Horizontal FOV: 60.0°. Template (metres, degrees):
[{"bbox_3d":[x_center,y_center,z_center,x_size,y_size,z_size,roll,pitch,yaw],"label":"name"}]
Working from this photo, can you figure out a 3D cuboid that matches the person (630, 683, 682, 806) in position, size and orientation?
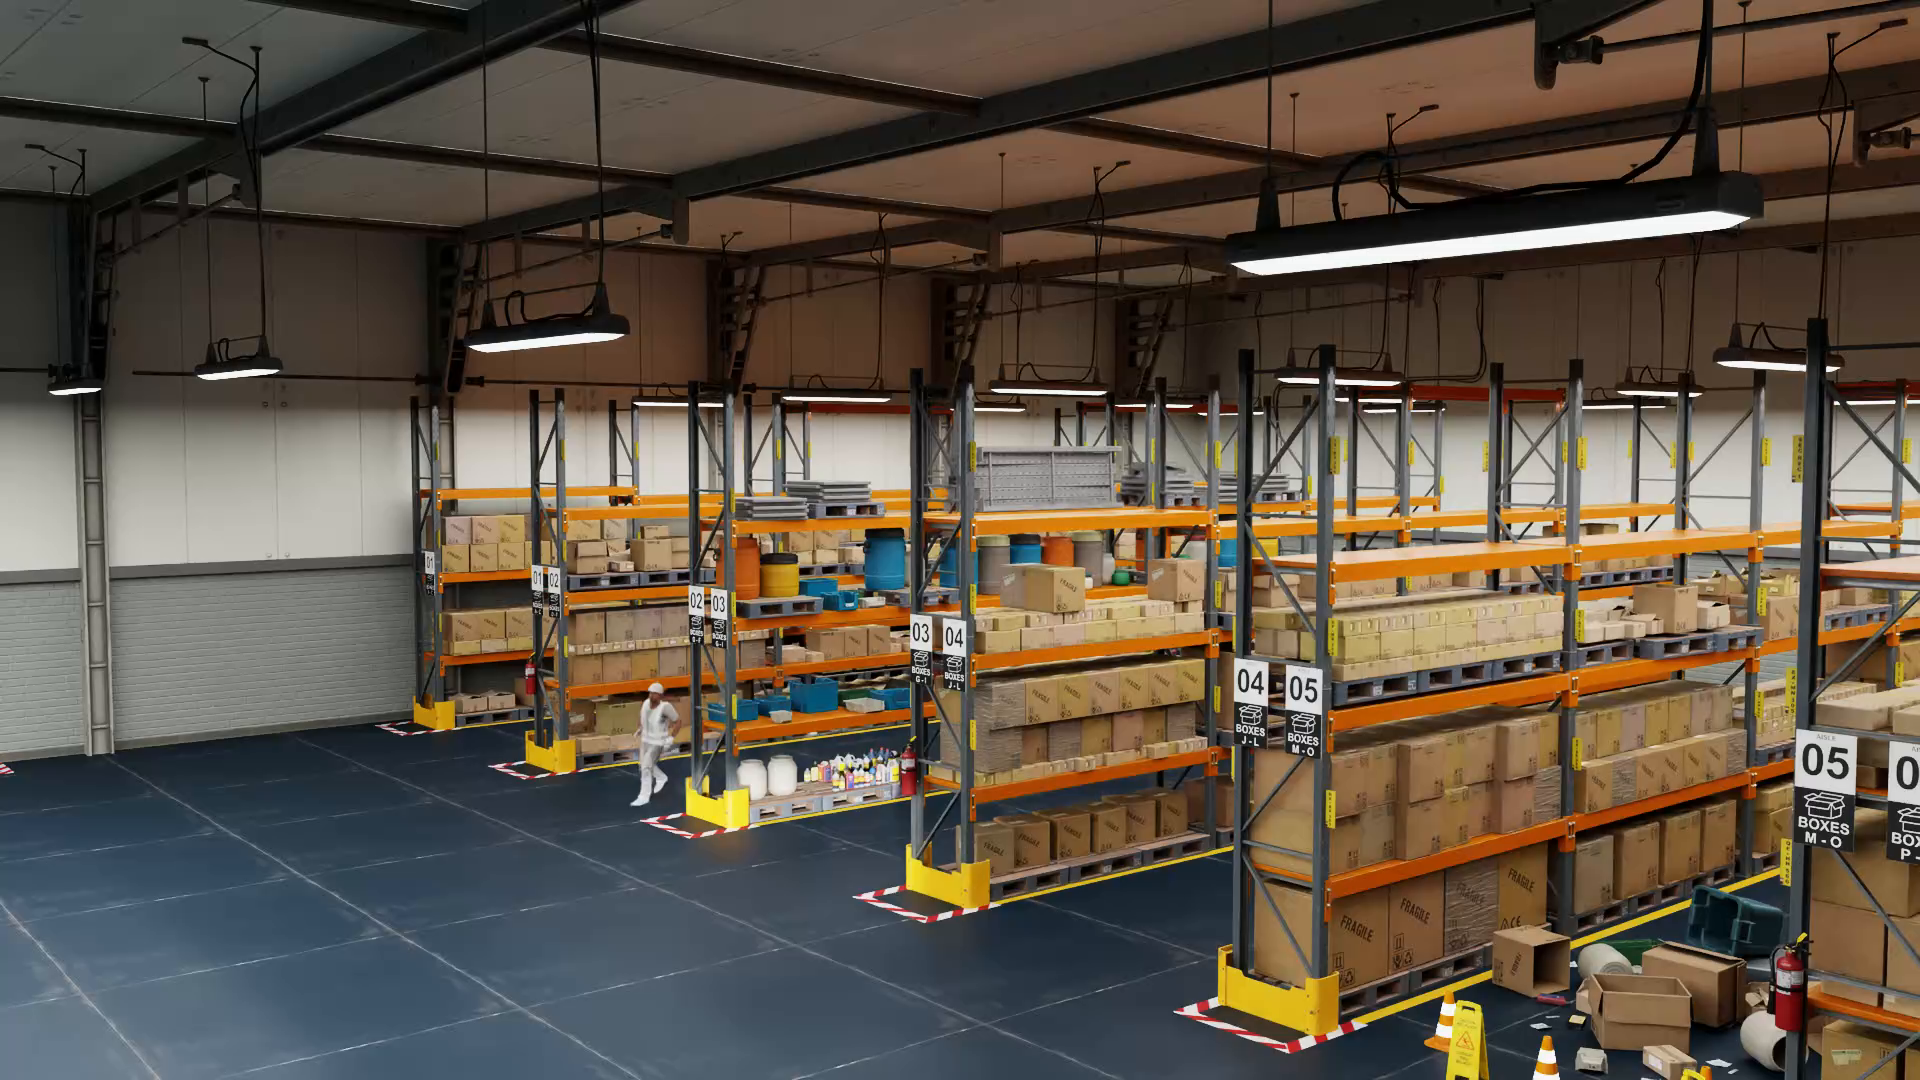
[{"bbox_3d":[-4.294,2.901,23.806,0.742,1.760,0.778,2,4,33],"label":"person"}]
